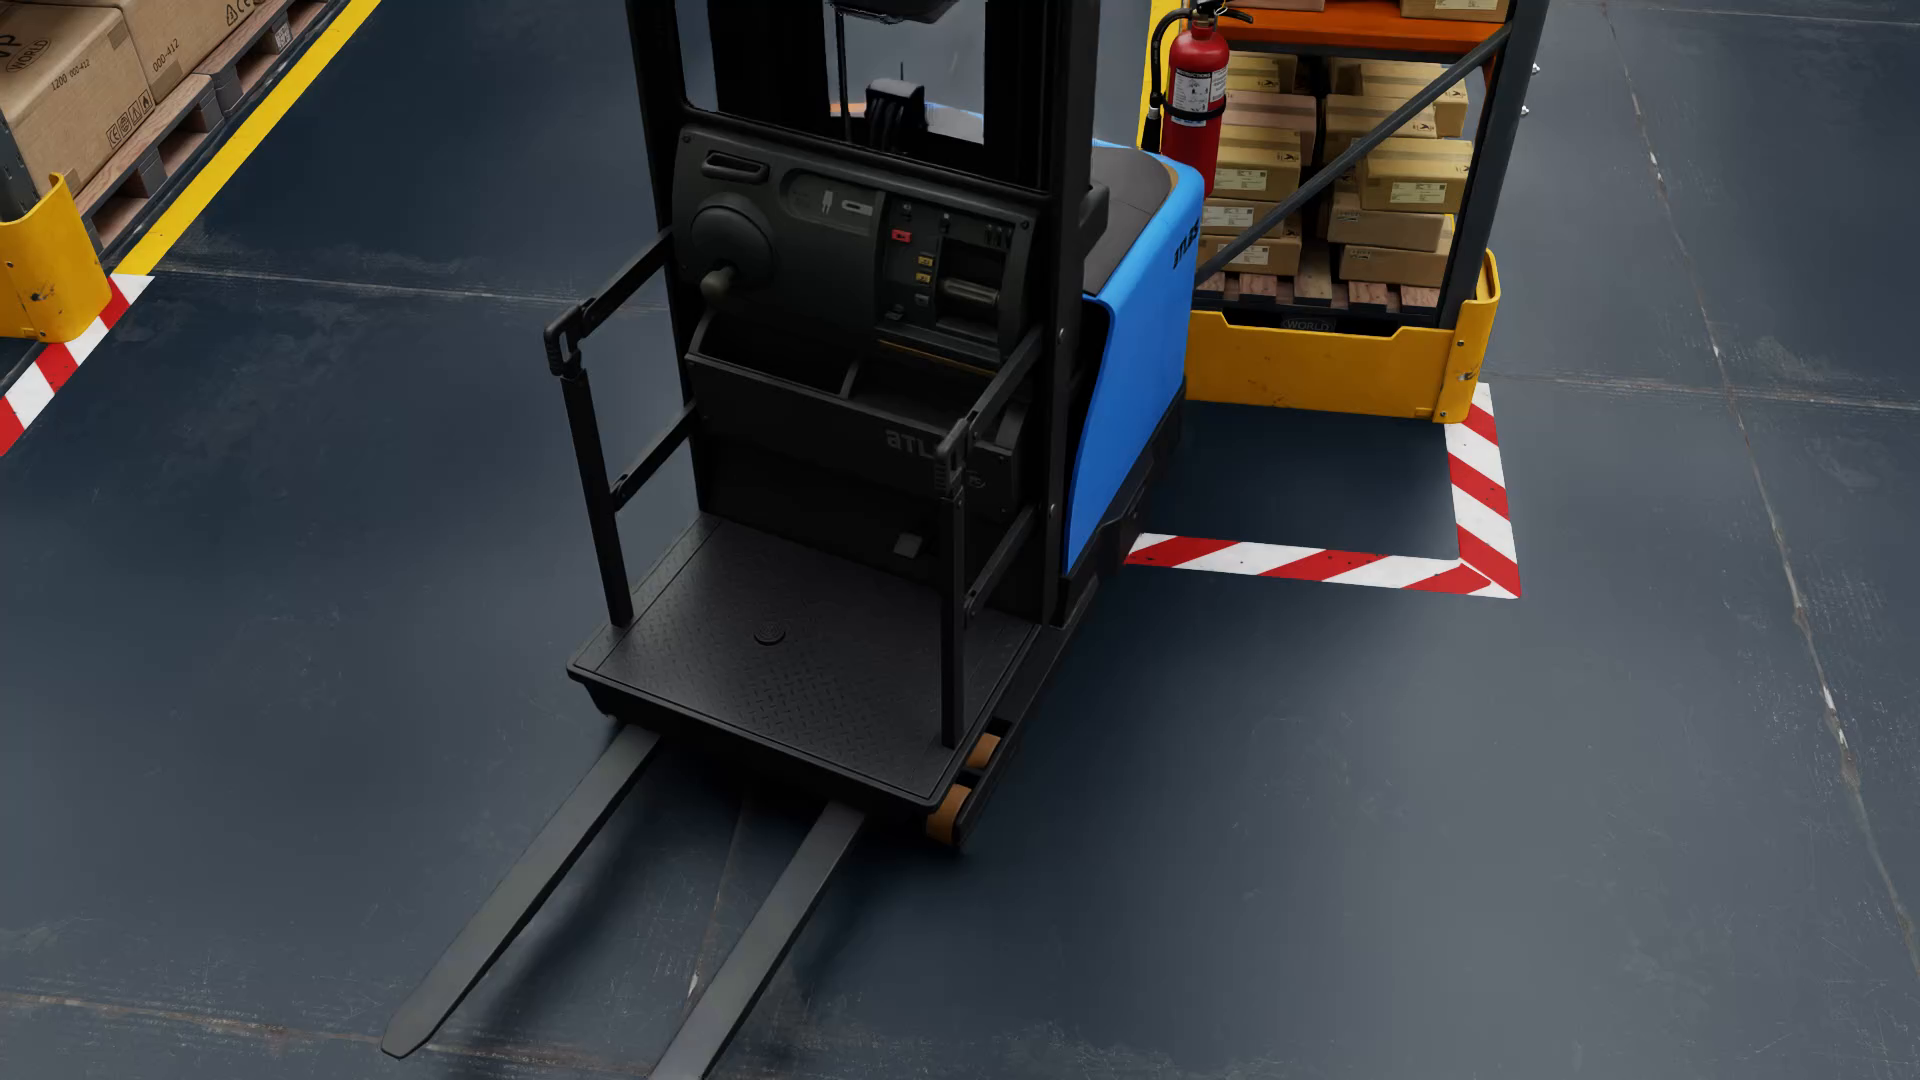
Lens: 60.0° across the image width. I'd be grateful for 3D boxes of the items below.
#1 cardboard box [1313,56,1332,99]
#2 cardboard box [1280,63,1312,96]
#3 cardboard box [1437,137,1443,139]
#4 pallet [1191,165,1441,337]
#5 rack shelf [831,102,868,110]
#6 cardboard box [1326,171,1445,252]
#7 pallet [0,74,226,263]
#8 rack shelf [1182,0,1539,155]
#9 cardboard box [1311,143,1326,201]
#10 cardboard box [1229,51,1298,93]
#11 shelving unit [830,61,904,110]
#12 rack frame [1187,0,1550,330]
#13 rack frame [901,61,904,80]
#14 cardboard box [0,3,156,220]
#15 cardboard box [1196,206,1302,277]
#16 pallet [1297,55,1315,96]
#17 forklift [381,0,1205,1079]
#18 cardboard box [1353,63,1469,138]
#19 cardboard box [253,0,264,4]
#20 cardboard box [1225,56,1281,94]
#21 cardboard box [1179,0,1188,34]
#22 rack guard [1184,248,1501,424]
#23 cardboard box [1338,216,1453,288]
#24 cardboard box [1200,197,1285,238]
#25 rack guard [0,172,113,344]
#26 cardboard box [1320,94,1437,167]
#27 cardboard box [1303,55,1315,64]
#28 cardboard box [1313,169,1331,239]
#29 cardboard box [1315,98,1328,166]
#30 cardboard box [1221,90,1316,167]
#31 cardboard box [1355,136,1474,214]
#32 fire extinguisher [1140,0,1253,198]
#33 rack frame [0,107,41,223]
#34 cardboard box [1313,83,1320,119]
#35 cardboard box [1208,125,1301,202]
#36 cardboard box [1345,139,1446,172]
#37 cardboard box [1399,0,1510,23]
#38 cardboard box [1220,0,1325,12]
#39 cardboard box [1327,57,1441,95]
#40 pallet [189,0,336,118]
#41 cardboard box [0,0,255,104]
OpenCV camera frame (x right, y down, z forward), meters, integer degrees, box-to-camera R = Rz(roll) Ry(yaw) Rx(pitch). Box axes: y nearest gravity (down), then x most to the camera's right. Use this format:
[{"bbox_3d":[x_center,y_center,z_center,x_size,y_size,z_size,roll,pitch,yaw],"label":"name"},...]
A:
[{"bbox_3d":[1.611,-1.867,6.592,0.380,0.149,0.250,3,44,3],"label":"cardboard box"},{"bbox_3d":[1.159,-1.737,6.454,0.380,0.149,0.250,5,44,5],"label":"cardboard box"},{"bbox_3d":[1.670,-1.678,6.392,0.380,0.149,0.250,7,44,7],"label":"cardboard box"},{"bbox_3d":[1.320,-1.187,6.350,1.003,0.211,1.213,5,44,6],"label":"pallet"},{"bbox_3d":[-0.297,-1.282,5.442,0.240,0.259,0.215,-4,44,-4],"label":"rack shelf"},{"bbox_3d":[1.491,-1.157,5.842,0.380,0.149,0.250,7,44,7],"label":"cardboard box"},{"bbox_3d":[-3.724,-1.518,6.700,1.003,0.211,1.213,5,44,6],"label":"pallet"},{"bbox_3d":[1.432,-2.699,6.442,1.077,0.370,4.000,5,44,6],"label":"rack shelf"},{"bbox_3d":[1.534,-1.399,6.313,0.380,0.149,0.250,6,44,6],"label":"cardboard box"},{"bbox_3d":[1.082,-1.839,6.346,0.380,0.149,0.250,4,44,4],"label":"cardboard box"},{"bbox_3d":[-0.298,-1.083,5.630,0.252,1.050,0.215,-4,44,-4],"label":"shelving unit"},{"bbox_3d":[1.168,-1.598,4.756,1.000,3.000,0.127,5,44,6],"label":"rack frame"},{"bbox_3d":[-0.177,-1.091,5.639,0.008,1.050,0.200,-4,44,-4],"label":"rack frame"},{"bbox_3d":[-3.764,-1.660,6.379,0.875,0.438,0.875,4,44,4],"label":"cardboard box"},{"bbox_3d":[1.031,-1.093,5.990,0.380,0.149,0.250,6,44,6],"label":"cardboard box"},{"bbox_3d":[1.484,-2.016,7.226,1.003,0.211,1.213,5,44,6],"label":"pallet"},{"bbox_3d":[-0.353,-0.607,3.759,1.130,2.935,3.031,18,46,18],"label":"forklift"},{"bbox_3d":[1.651,-1.616,6.110,0.380,0.149,0.250,5,44,5],"label":"cardboard box"},{"bbox_3d":[-3.531,-2.899,7.688,0.875,0.438,0.875,4,44,4],"label":"cardboard box"},{"bbox_3d":[0.985,-1.669,6.166,0.380,0.149,0.250,4,44,5],"label":"cardboard box"},{"bbox_3d":[1.062,-2.028,6.545,0.380,0.149,0.250,7,44,7],"label":"cardboard box"},{"bbox_3d":[1.178,-0.742,5.670,1.175,0.500,0.348,5,44,6],"label":"rack guard"},{"bbox_3d":[1.554,-1.043,5.938,0.380,0.149,0.250,6,44,6],"label":"cardboard box"},{"bbox_3d":[0.955,-1.208,5.896,0.380,0.149,0.250,4,44,4],"label":"cardboard box"},{"bbox_3d":[-3.755,-1.055,6.000,1.175,0.500,0.348,5,44,6],"label":"rack guard"},{"bbox_3d":[1.491,-1.456,5.941,0.380,0.149,0.250,6,44,6],"label":"cardboard box"},{"bbox_3d":[1.605,-2.056,6.791,0.380,0.149,0.250,7,44,8],"label":"cardboard box"},{"bbox_3d":[1.508,-1.229,6.134,0.380,0.149,0.250,5,44,5],"label":"cardboard box"},{"bbox_3d":[1.528,-1.513,6.218,0.380,0.149,0.250,6,44,6],"label":"cardboard box"},{"bbox_3d":[1.077,-1.481,5.968,0.380,0.149,0.250,6,44,6],"label":"cardboard box"},{"bbox_3d":[1.574,-1.257,5.731,0.380,0.149,0.250,3,44,4],"label":"cardboard box"},{"bbox_3d":[0.677,-1.304,4.773,0.296,0.674,0.183,5,44,6],"label":"fire extinguisher"},{"bbox_3d":[-3.752,-1.979,5.158,1.000,3.000,0.127,5,44,6],"label":"rack frame"},{"bbox_3d":[1.615,-1.745,6.680,0.380,0.149,0.250,5,44,6],"label":"cardboard box"},{"bbox_3d":[0.987,-1.315,5.792,0.380,0.149,0.250,6,44,6],"label":"cardboard box"},{"bbox_3d":[1.584,-1.338,6.033,0.380,0.149,0.250,5,44,5],"label":"cardboard box"},{"bbox_3d":[1.535,-1.697,5.044,0.380,0.149,0.250,5,44,5],"label":"cardboard box"},{"bbox_3d":[0.931,-1.754,5.104,0.380,0.149,0.250,5,44,6],"label":"cardboard box"},{"bbox_3d":[1.602,-1.793,6.297,0.380,0.149,0.250,3,44,3],"label":"cardboard box"},{"bbox_3d":[-3.560,-2.347,7.575,1.003,0.211,1.213,5,44,6],"label":"pallet"},{"bbox_3d":[-3.651,-2.284,7.039,0.875,0.438,0.875,6,44,7],"label":"cardboard box"}]
